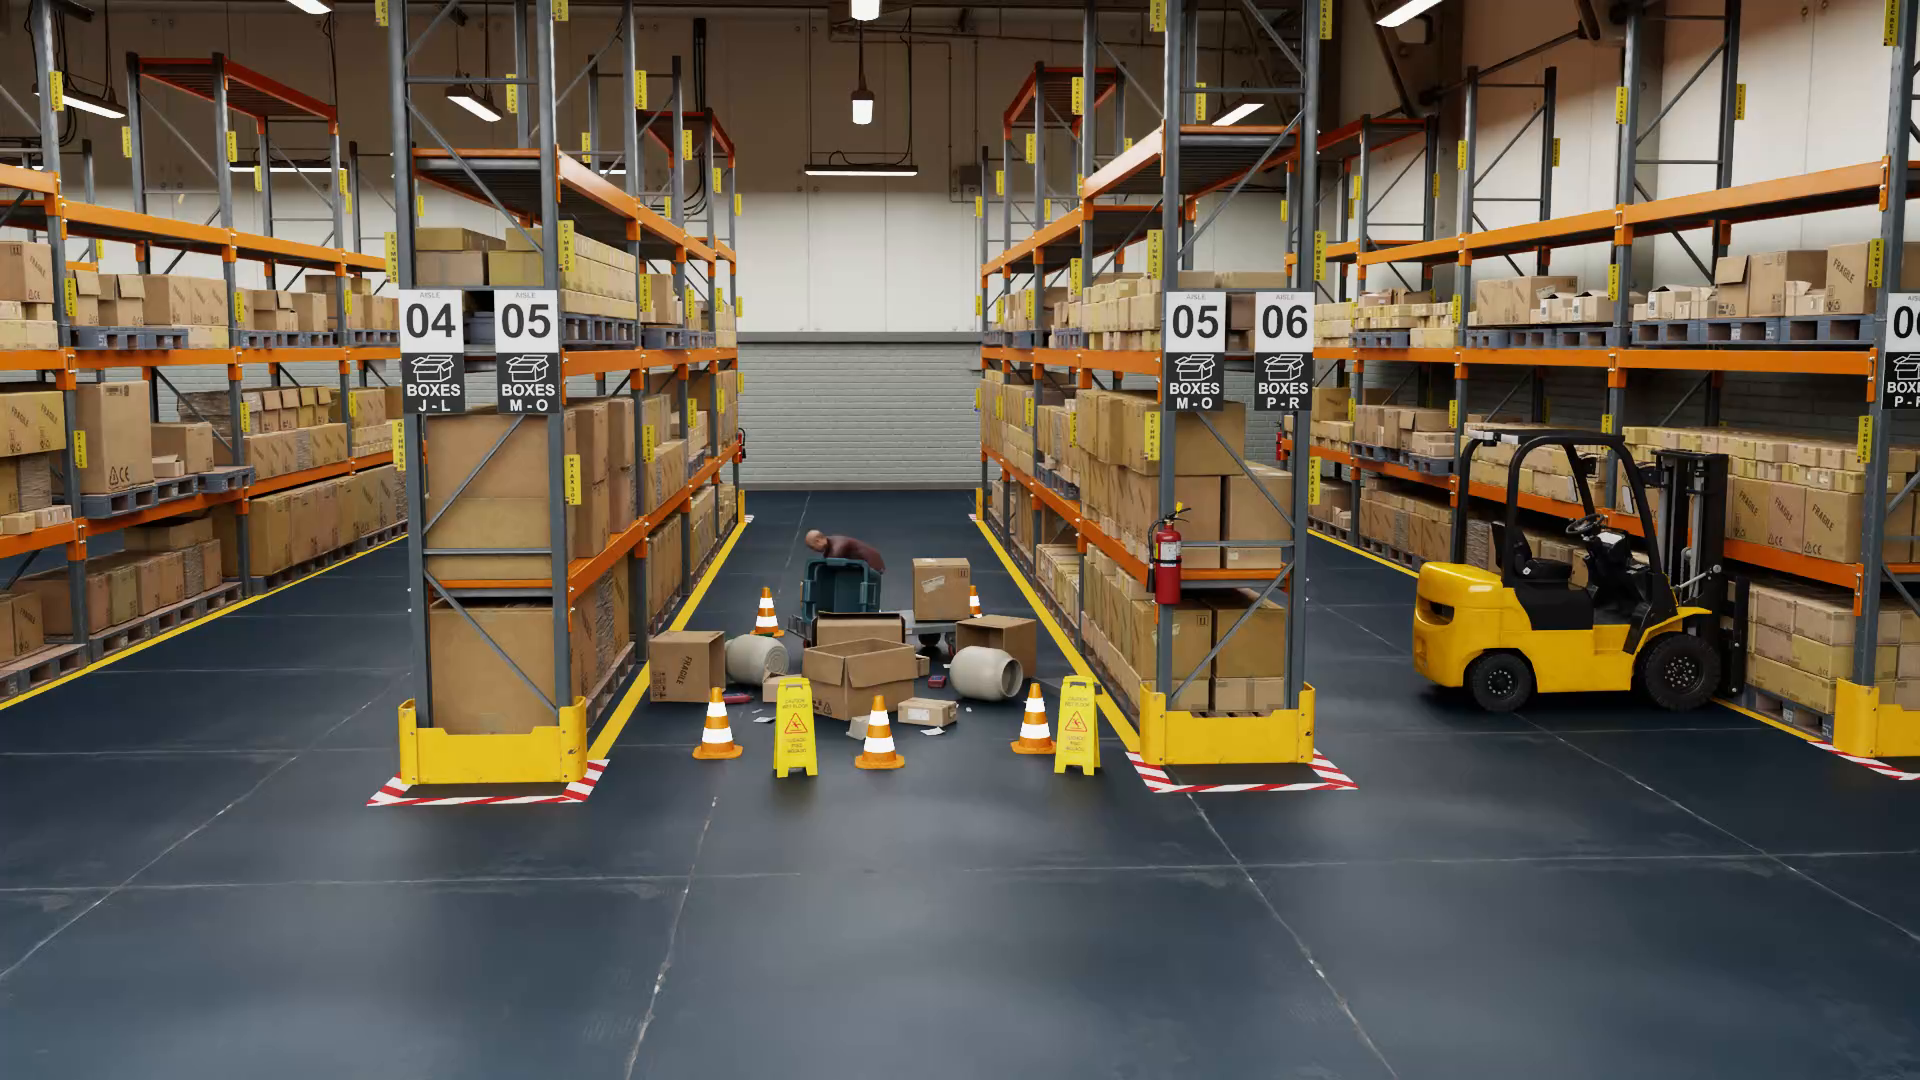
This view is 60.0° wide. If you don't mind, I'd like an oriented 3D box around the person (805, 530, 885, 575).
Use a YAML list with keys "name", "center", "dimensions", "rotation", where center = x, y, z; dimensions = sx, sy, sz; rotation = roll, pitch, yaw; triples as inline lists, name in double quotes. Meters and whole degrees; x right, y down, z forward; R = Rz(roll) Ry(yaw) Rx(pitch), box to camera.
- name: "person"
  center: [-1.271, 0.328, 18.265]
  dimensions: [0.905, 0.877, 0.589]
  rotation: [0, 7, -4]
